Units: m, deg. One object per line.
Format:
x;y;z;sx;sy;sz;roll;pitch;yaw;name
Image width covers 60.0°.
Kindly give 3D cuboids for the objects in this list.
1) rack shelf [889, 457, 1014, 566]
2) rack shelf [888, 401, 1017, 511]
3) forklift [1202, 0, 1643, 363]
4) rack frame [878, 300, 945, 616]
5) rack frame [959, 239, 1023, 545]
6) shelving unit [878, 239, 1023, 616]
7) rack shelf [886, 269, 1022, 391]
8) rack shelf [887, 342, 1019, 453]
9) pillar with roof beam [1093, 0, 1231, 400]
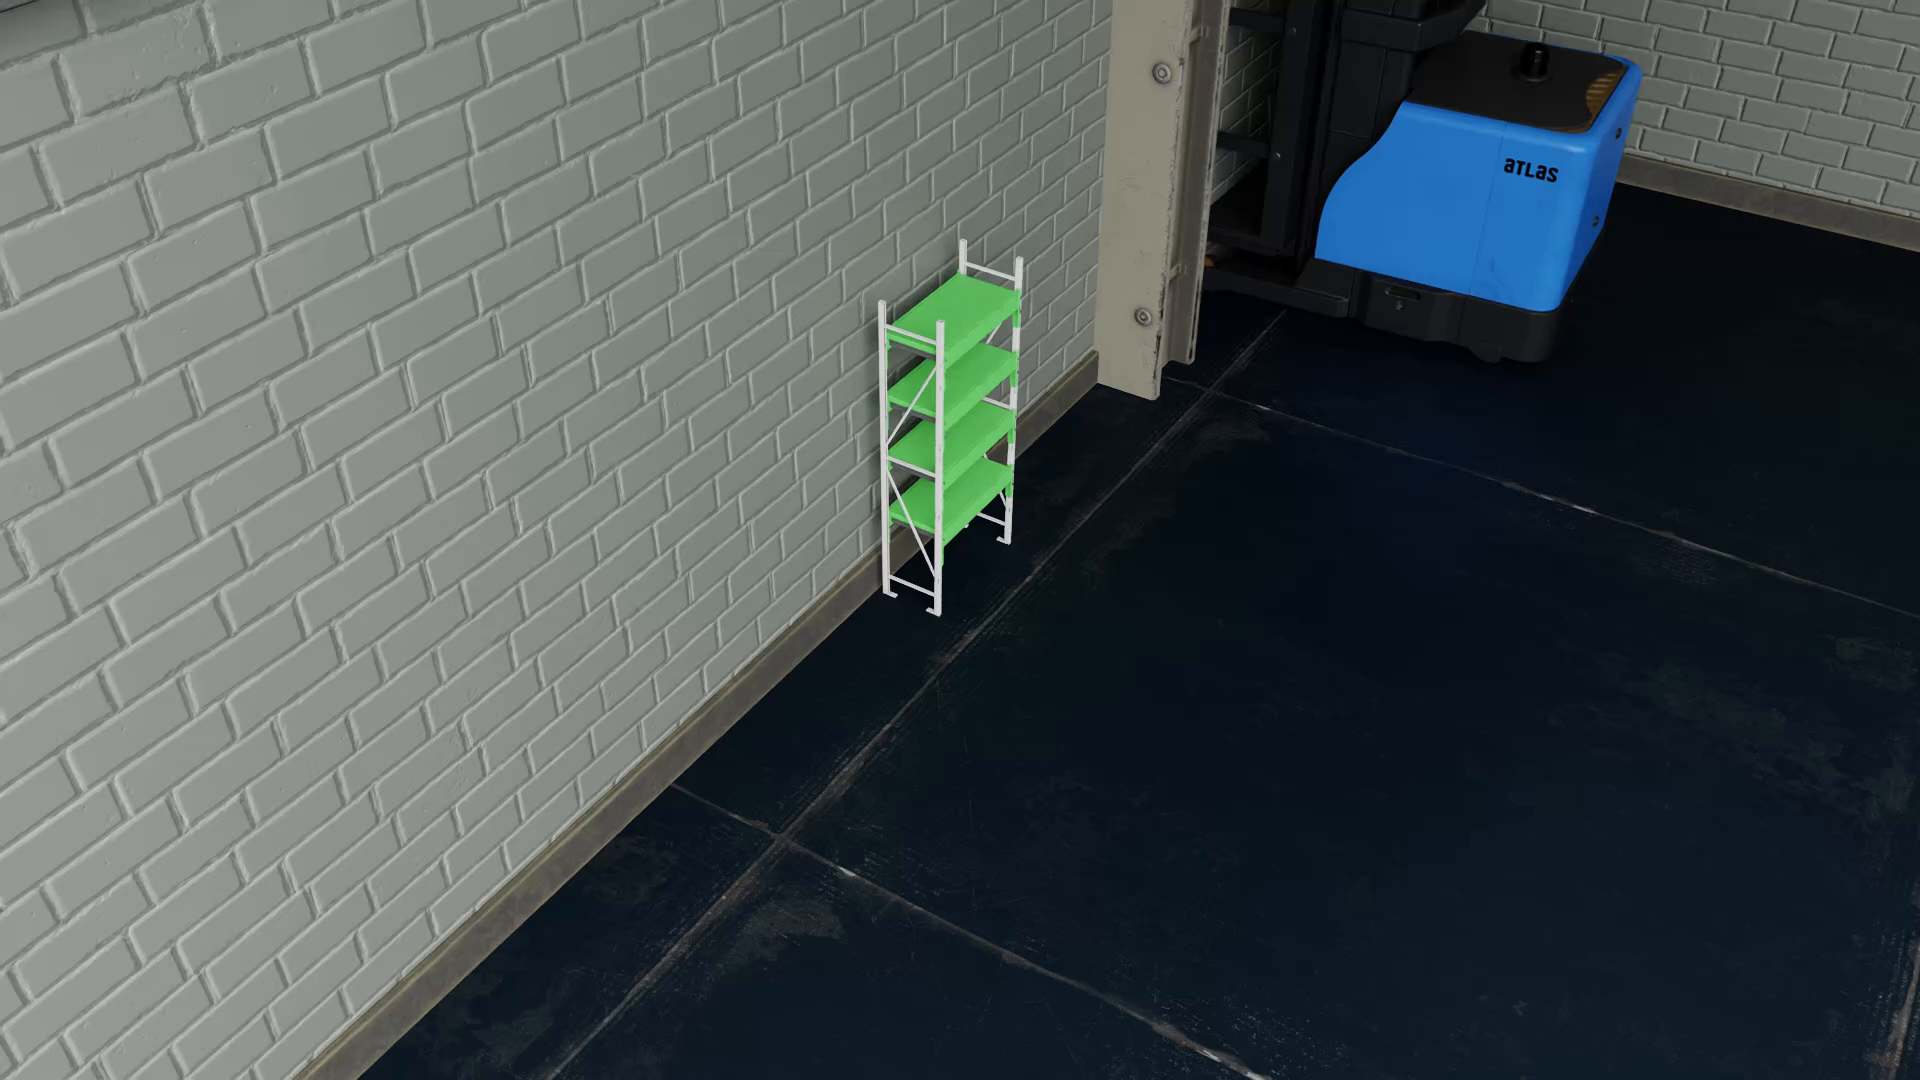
-0.039;-0.133;5.933;0.258;0.148;0.480;22;43;24;rack shelf
-0.035;-0.321;5.784;0.258;0.148;0.480;22;43;24;rack shelf
1.425;-2.573;7.187;3.031;2.935;1.130;19;42;23;forklift
-0.163;-0.245;5.581;0.240;1.200;0.015;22;43;24;rack frame
0.094;-0.498;5.909;0.240;1.200;0.015;22;43;24;rack frame
-0.034;-0.371;5.745;0.258;1.200;0.503;22;43;24;shelving unit
-0.028;-0.698;5.488;0.258;0.148;0.480;22;43;24;rack shelf
-0.032;-0.510;5.636;0.258;0.148;0.480;22;43;24;rack shelf
4.428;-2.895;2.635;9.100;9.000;0.400;21;42;25;pillar with roof beam
